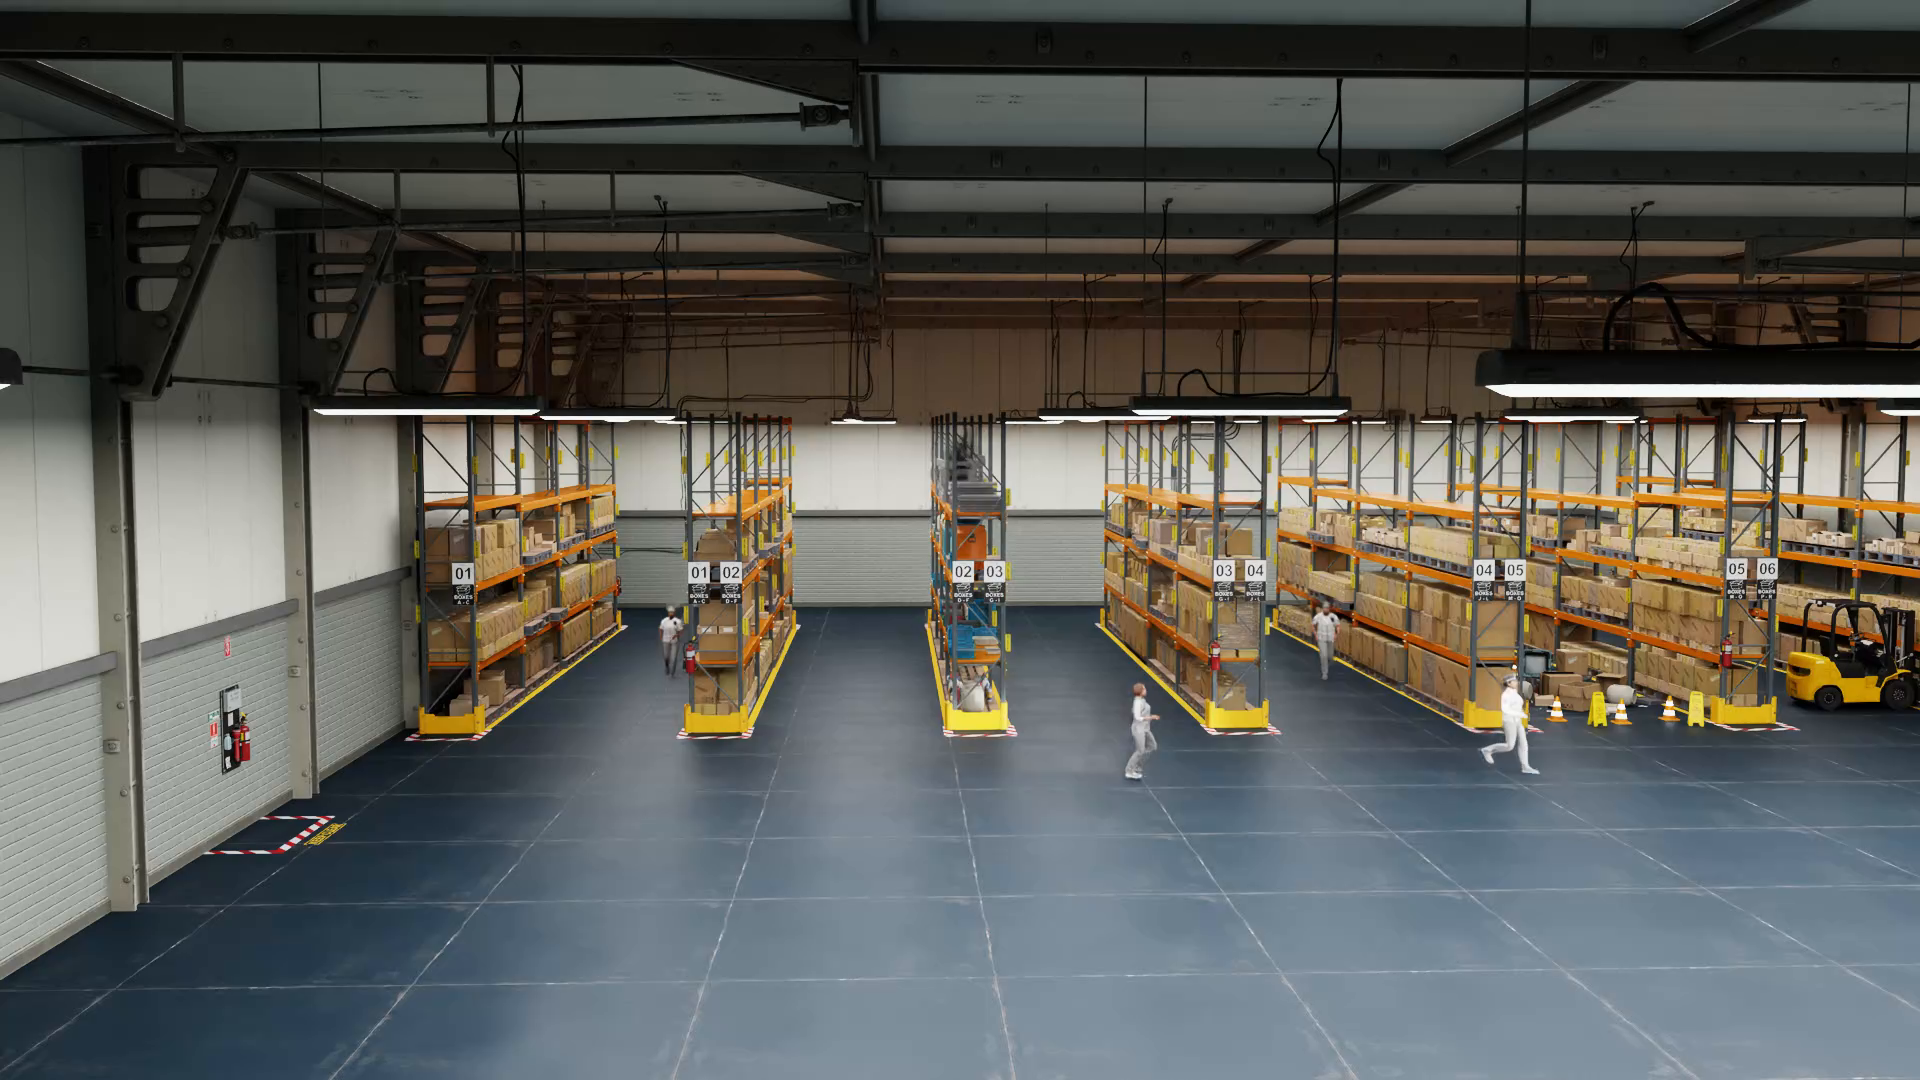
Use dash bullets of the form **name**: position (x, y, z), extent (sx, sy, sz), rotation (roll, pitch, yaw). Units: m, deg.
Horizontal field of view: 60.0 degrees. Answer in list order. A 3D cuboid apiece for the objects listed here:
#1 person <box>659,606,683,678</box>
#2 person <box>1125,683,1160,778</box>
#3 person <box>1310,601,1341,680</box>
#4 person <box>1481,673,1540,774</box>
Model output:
- **person**: position (-6.573, 2.323, 37.756), extent (0.573, 1.653, 0.556), rotation (0, 4, -5)
- **person**: position (2.969, 3.092, 26.931), extent (0.596, 1.575, 0.517), rotation (1, 4, 19)
- **person**: position (8.369, 2.271, 38.048), extent (0.680, 1.766, 0.773), rotation (0, 4, 2)
- **person**: position (9.128, 3.012, 27.496), extent (0.938, 1.661, 0.630), rotation (3, 5, 35)
